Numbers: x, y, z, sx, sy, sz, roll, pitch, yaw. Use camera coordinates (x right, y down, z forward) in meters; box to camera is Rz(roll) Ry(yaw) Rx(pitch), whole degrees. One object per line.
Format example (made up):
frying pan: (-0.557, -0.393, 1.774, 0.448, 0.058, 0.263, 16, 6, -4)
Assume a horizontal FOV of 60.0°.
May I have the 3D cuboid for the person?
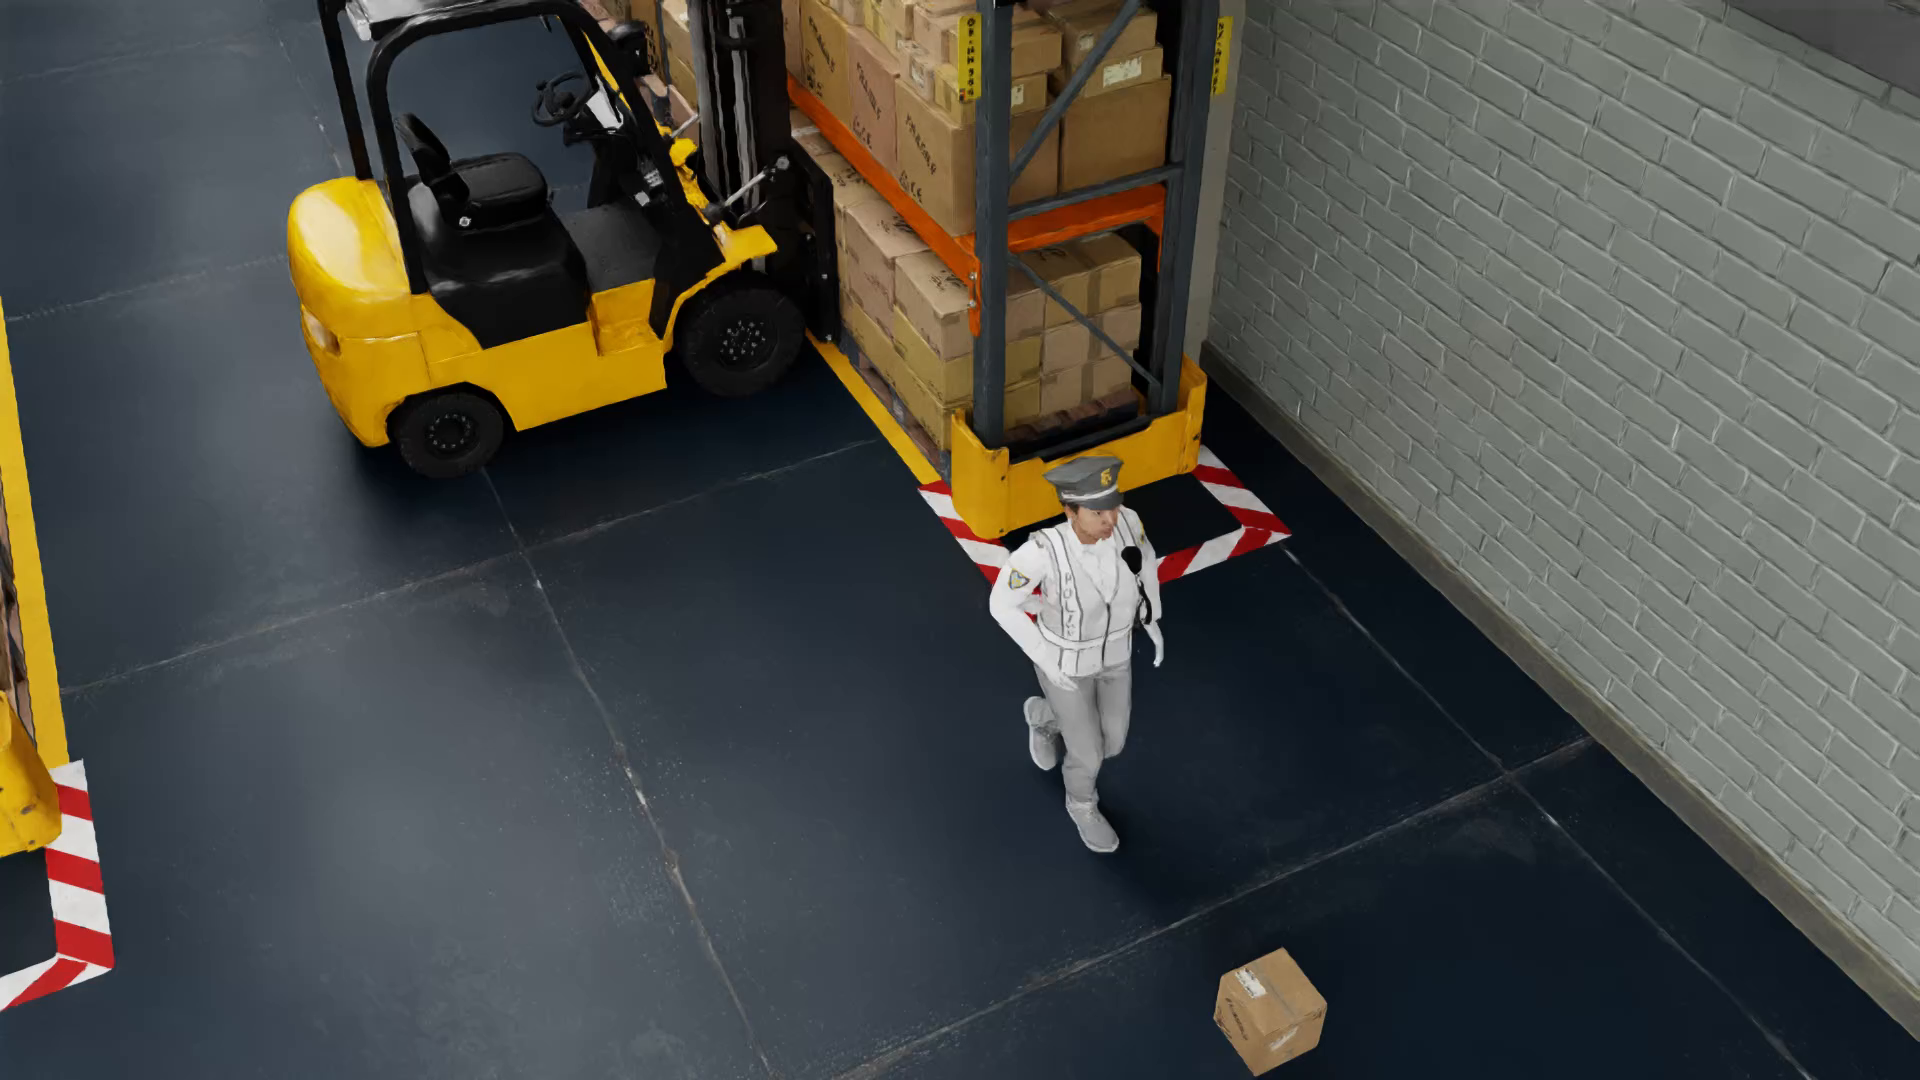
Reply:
person: (0.422, 0.365, 5.737, 0.635, 1.661, 0.578, -19, 45, -20)
